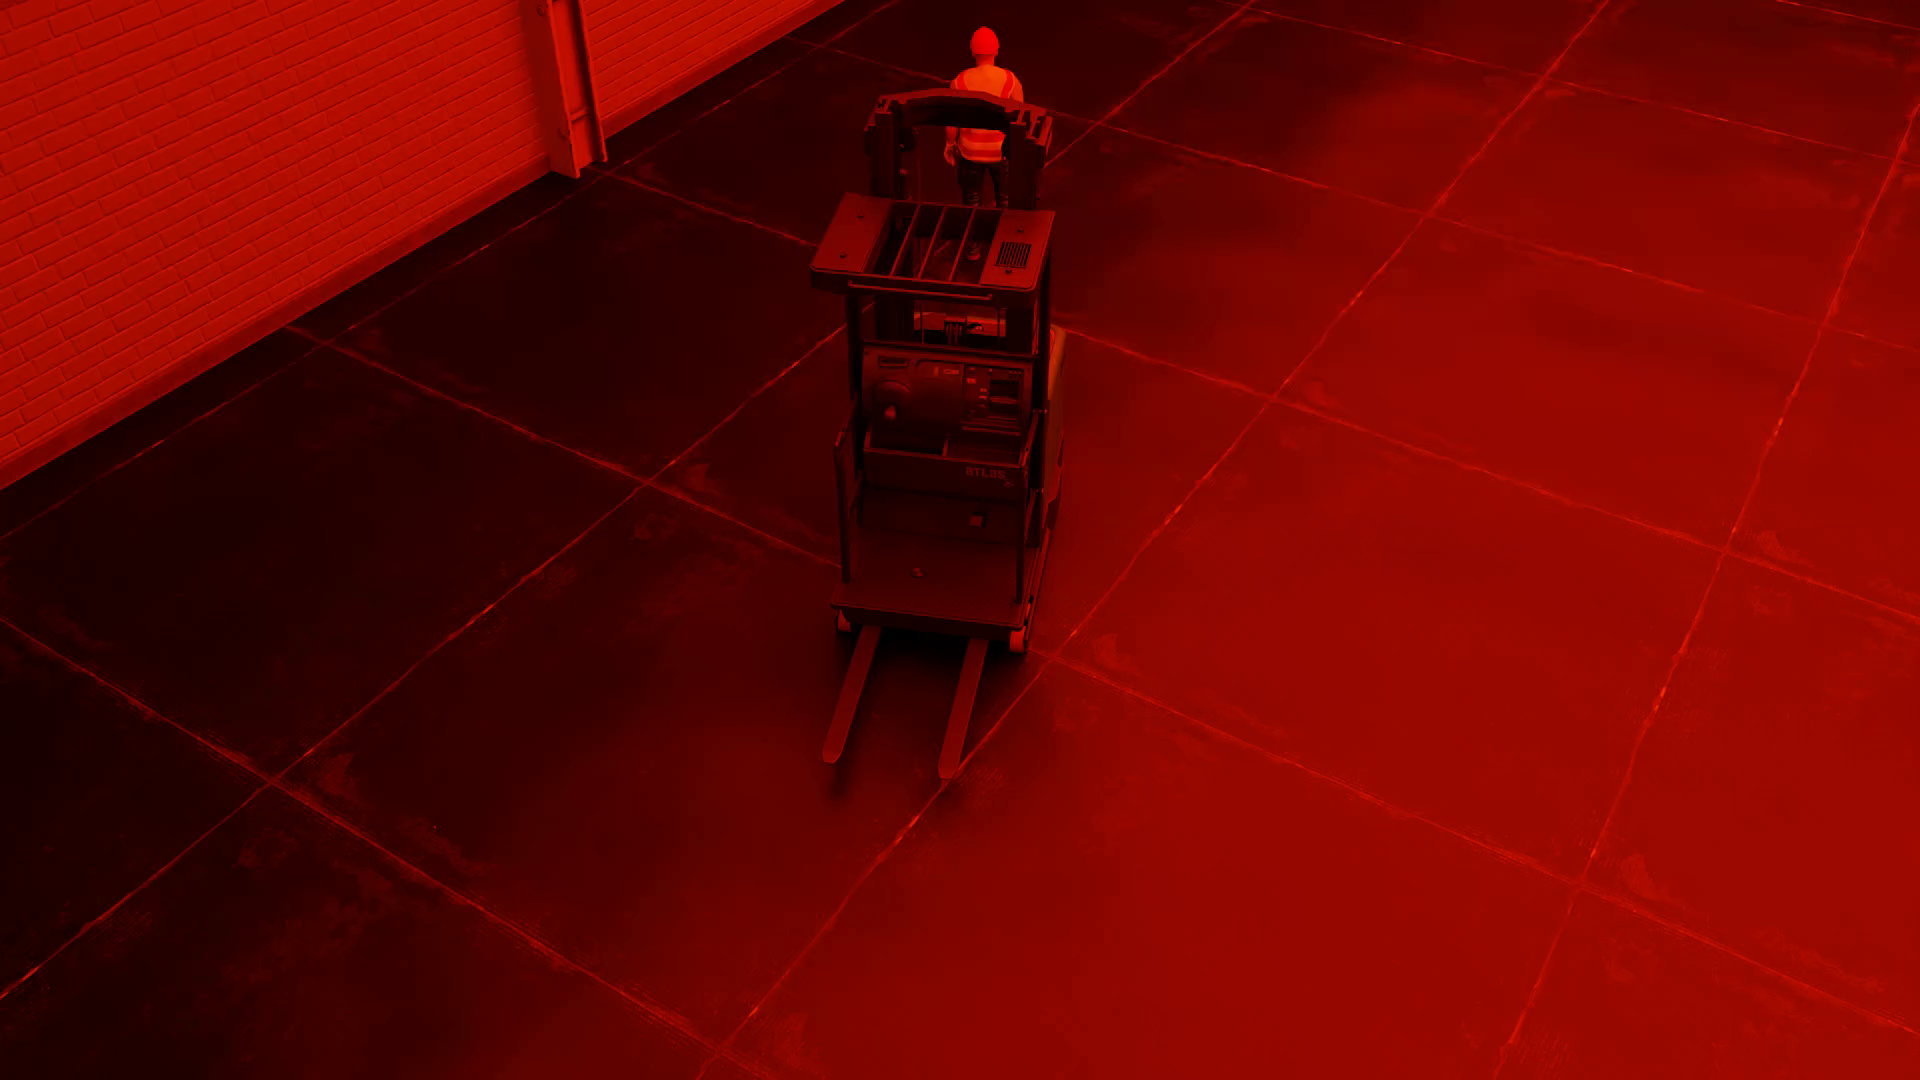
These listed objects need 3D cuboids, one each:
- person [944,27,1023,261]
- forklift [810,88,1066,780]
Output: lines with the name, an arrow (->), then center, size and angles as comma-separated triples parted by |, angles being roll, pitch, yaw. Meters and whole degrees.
person -> 0.193, -2.894, 12.275 | 0.622, 1.781, 0.445 | 2, 40, 2
forklift -> -0.108, -0.731, 8.830 | 1.130, 2.935, 3.031 | 7, 41, 8
